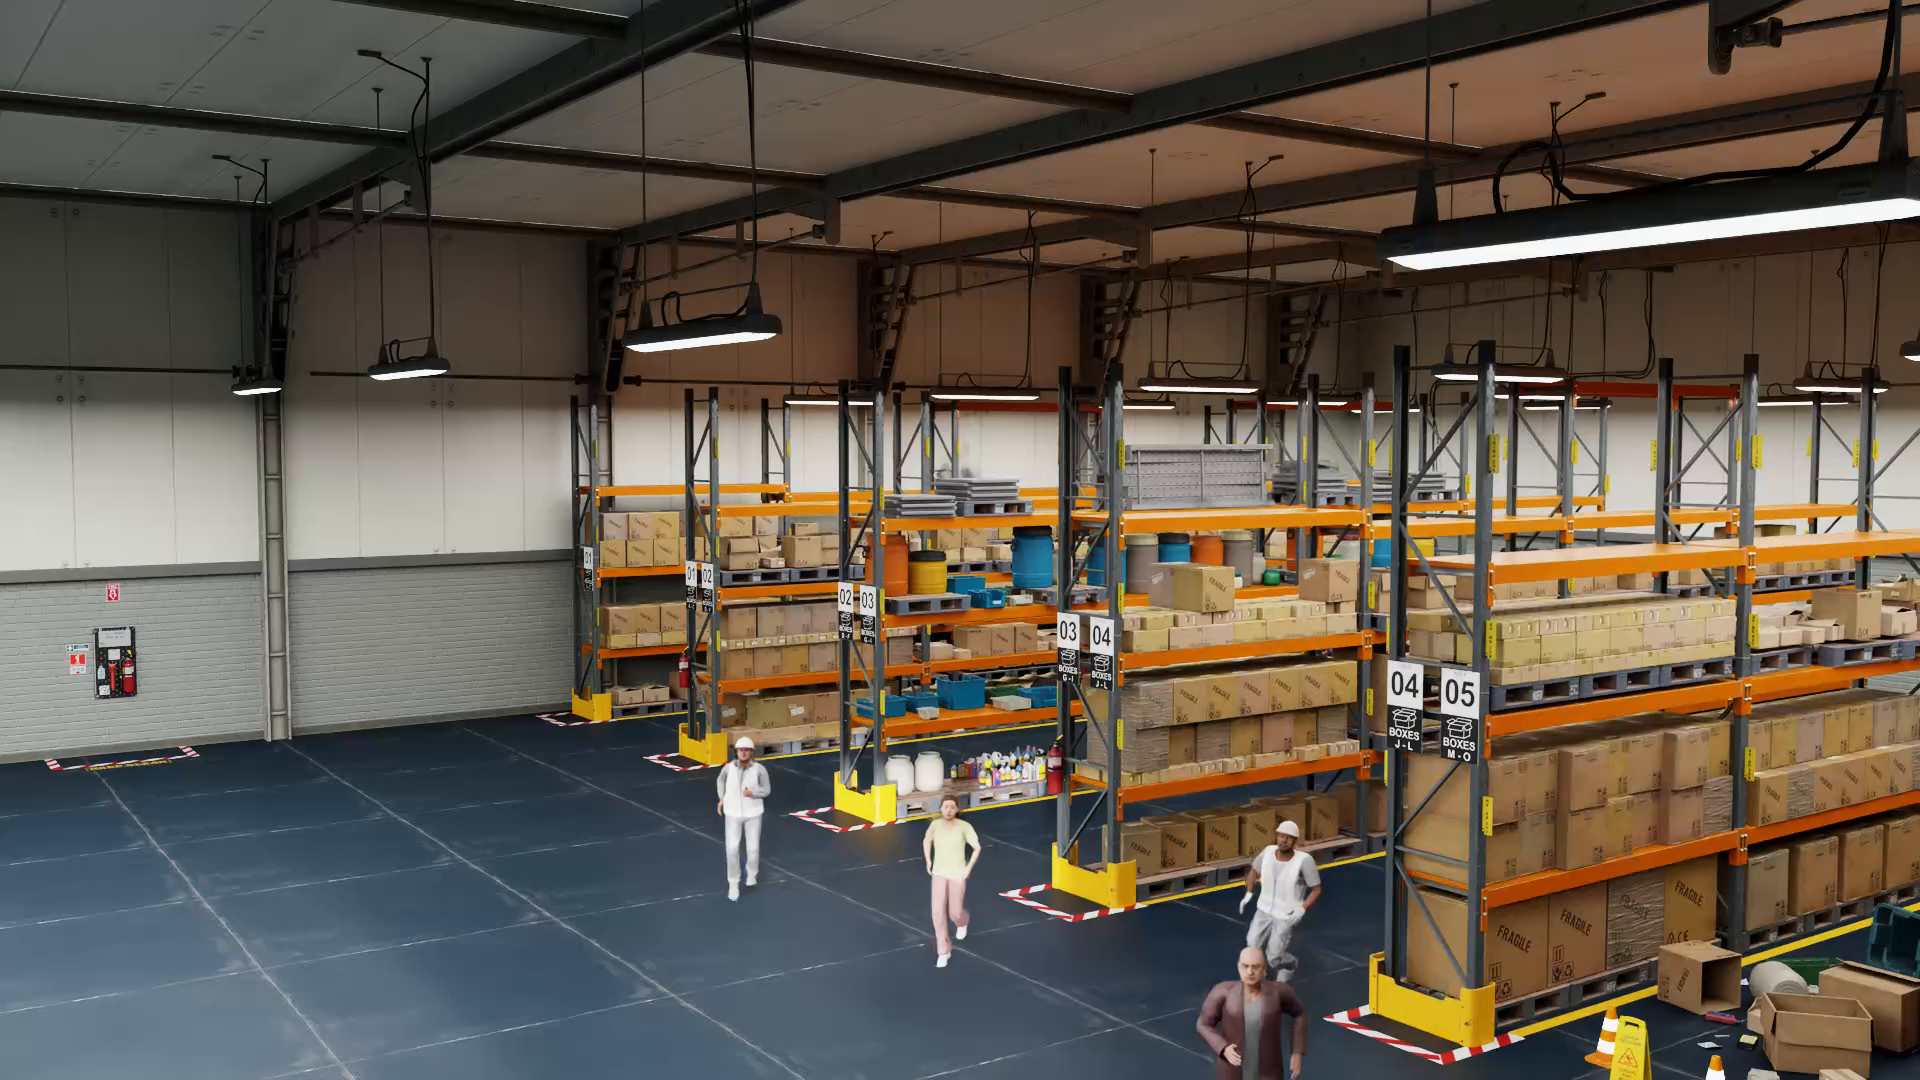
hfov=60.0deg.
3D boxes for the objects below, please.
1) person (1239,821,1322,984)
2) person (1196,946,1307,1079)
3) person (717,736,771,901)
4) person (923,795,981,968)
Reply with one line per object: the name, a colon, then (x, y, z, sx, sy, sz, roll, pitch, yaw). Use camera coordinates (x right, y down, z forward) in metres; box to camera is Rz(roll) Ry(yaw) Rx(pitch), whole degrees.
person: (2.946, 3.404, 15.191, 0.729, 1.737, 0.618, 3, 5, 40)
person: (1.948, 3.598, 11.125, 0.732, 1.807, 0.947, 1, 4, 12)
person: (-2.459, 3.145, 18.892, 0.625, 1.831, 0.758, 0, 3, -4)
person: (-0.092, 3.358, 16.641, 0.602, 1.663, 0.799, 1, 4, 12)
